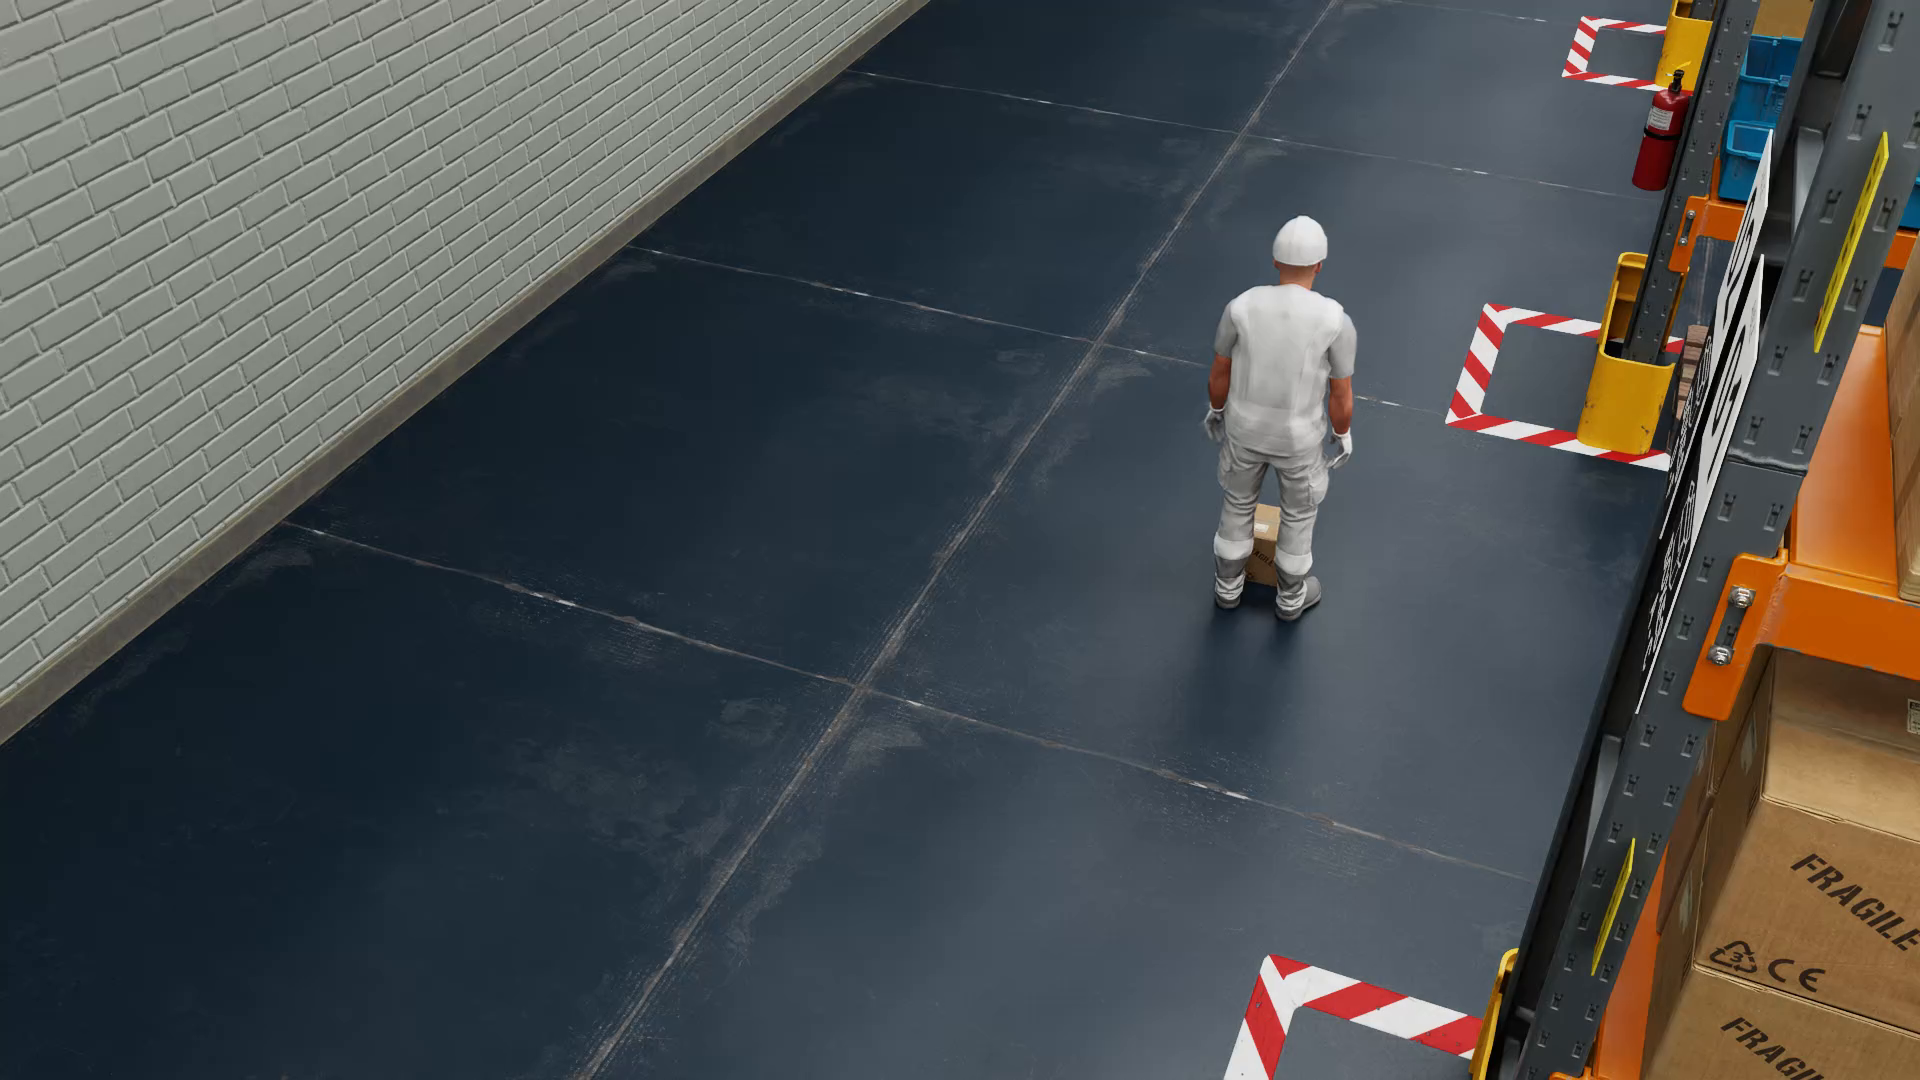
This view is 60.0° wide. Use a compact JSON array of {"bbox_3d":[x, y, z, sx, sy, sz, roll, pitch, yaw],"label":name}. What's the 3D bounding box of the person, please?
[{"bbox_3d":[1.289,-0.457,6.740,0.609,1.780,0.448,14,39,18],"label":"person"}]
